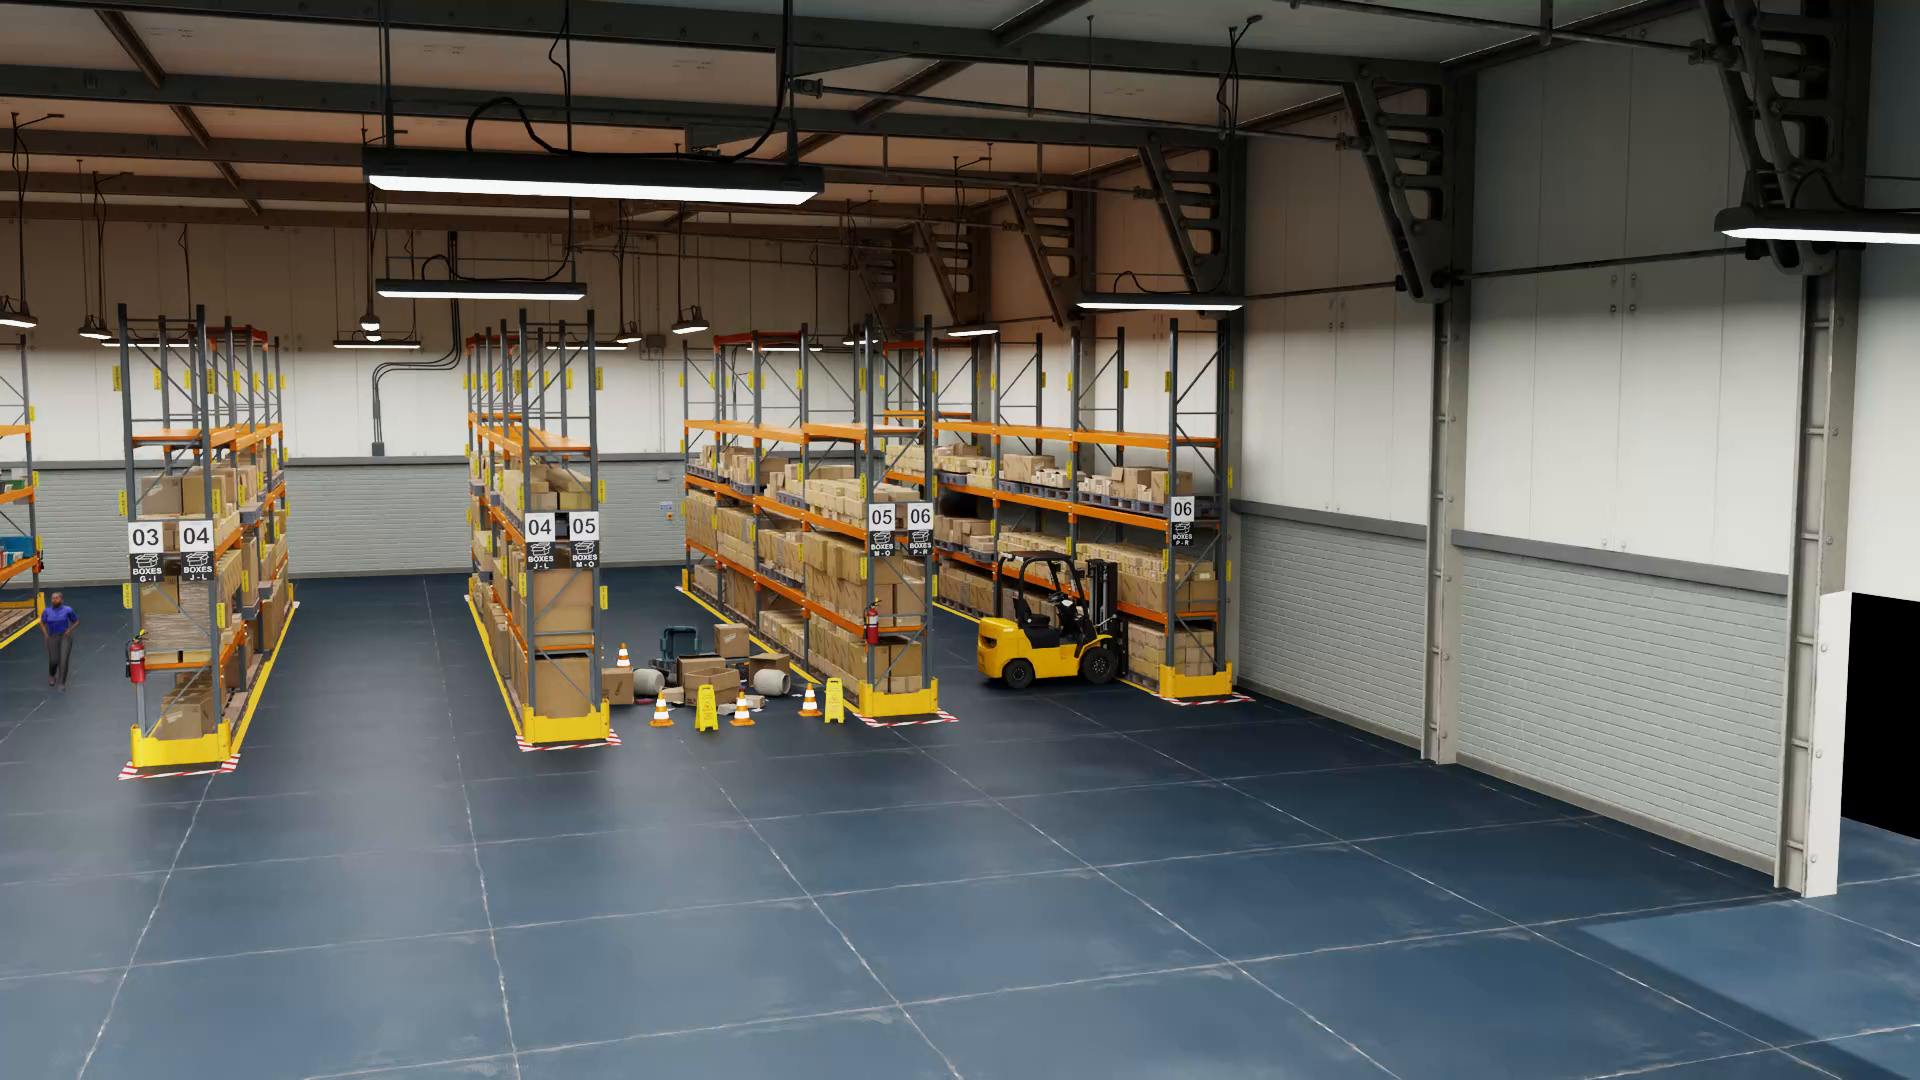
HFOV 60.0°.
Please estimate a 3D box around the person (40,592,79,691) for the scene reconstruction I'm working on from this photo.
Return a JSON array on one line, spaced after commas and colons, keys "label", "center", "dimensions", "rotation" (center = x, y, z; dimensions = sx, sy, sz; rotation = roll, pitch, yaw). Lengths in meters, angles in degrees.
[{"label": "person", "center": [-14.603, 1.647, 26.977], "dimensions": [0.566, 1.623, 0.571], "rotation": [-3, 6, -25]}]
